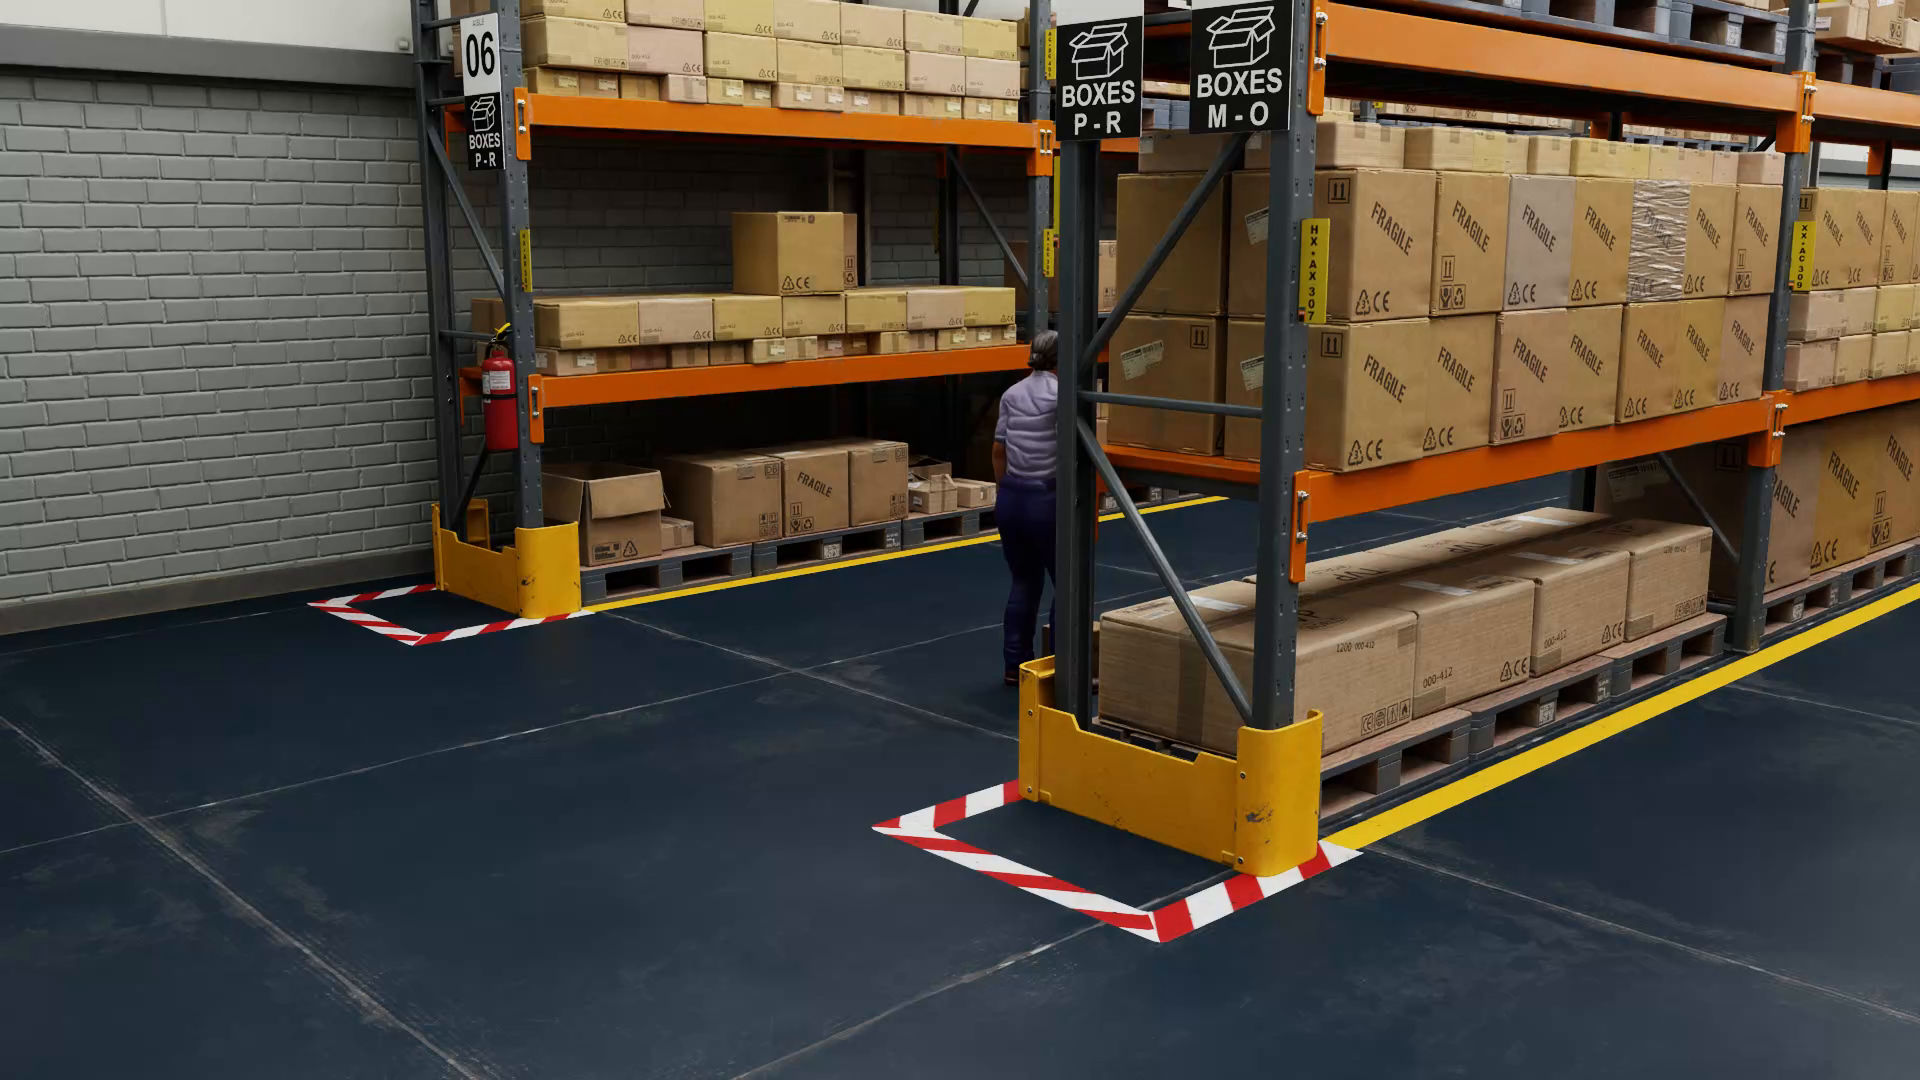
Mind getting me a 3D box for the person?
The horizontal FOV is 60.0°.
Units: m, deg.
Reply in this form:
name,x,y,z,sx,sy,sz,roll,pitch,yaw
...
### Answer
name,x,y,z,sx,sy,sz,roll,pitch,yaw
person,0.389,-0.130,7.634,0.563,1.653,0.367,10,15,43
